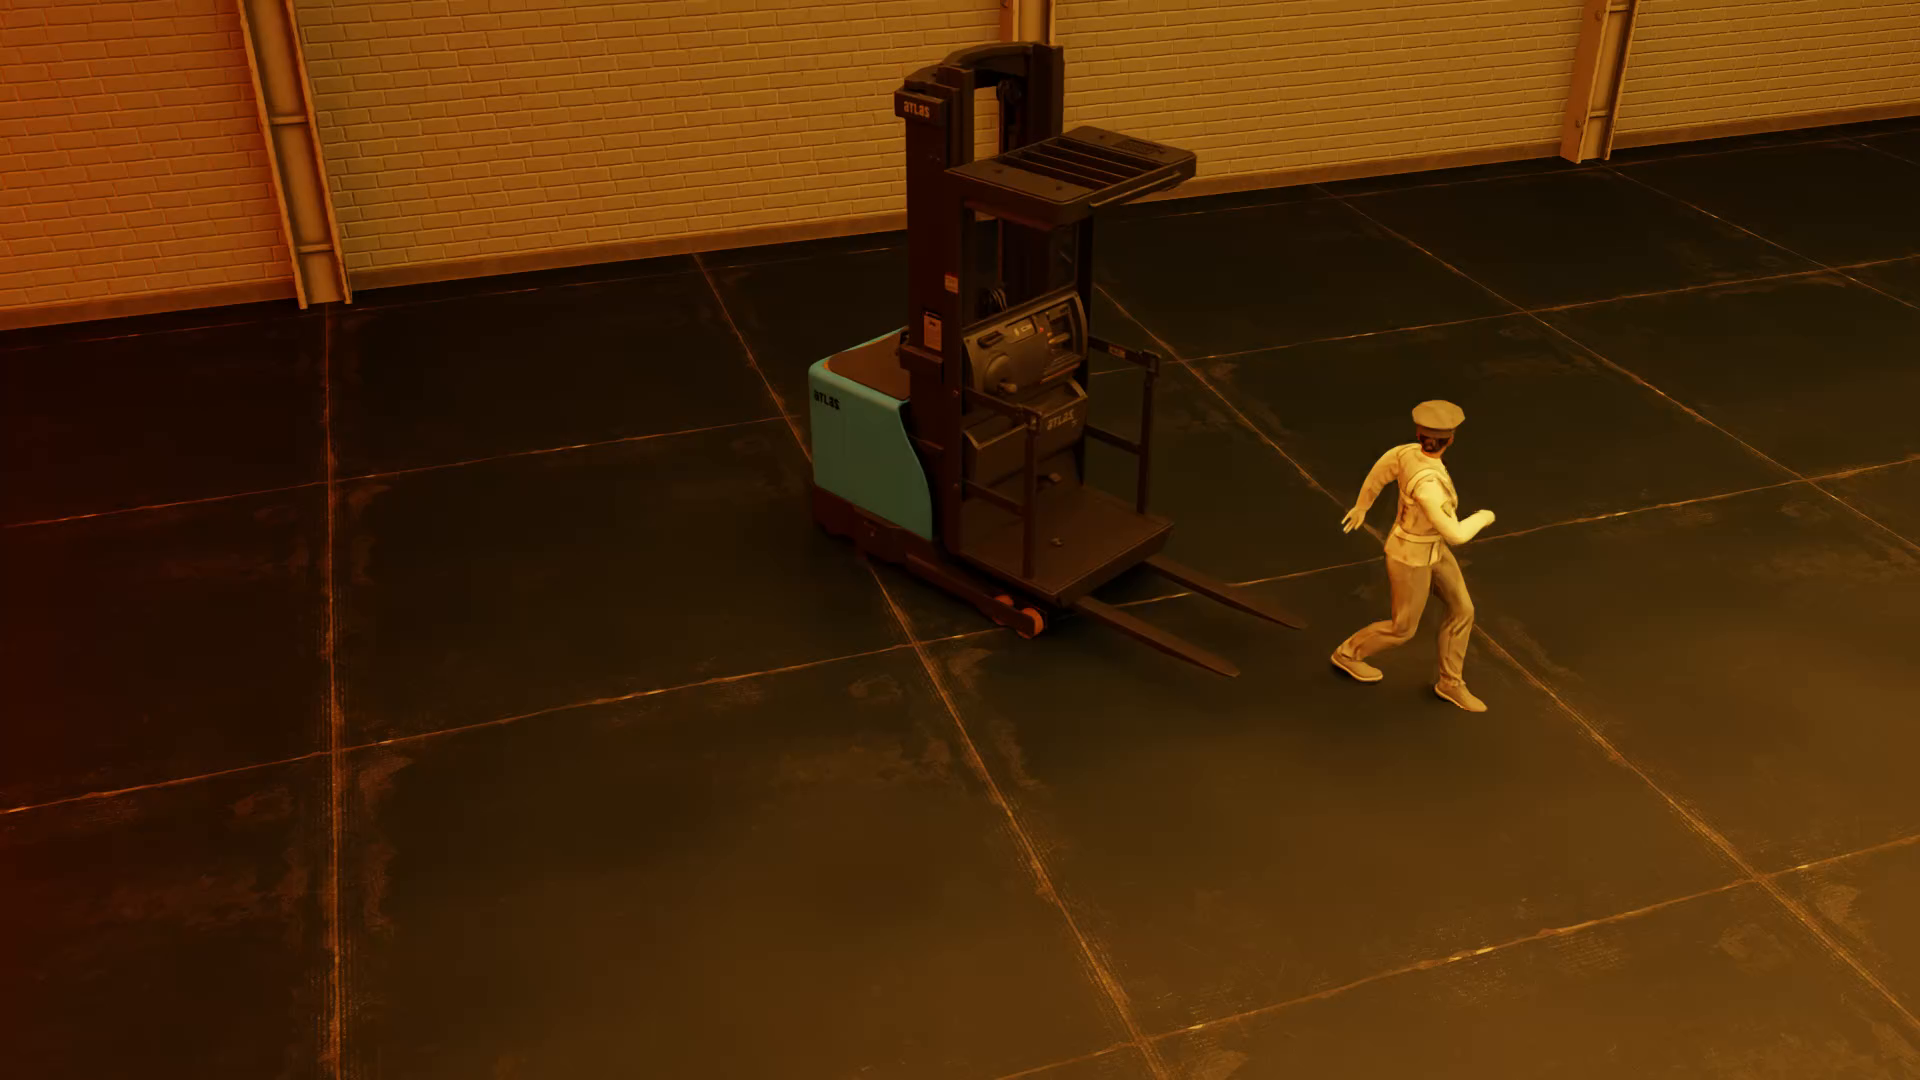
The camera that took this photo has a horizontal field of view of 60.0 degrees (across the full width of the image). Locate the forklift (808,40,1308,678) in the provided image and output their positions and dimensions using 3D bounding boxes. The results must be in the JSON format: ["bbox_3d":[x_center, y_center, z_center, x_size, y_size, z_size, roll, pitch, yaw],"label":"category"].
[{"bbox_3d":[0.515,-1.027,8.871,3.031,2.935,1.130,25,38,37],"label":"forklift"}]

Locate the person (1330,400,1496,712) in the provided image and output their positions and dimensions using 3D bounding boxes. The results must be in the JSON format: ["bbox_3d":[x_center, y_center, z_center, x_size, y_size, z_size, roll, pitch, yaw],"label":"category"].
[{"bbox_3d":[2.323,0.076,8.343,0.895,1.611,0.506,13,32,21],"label":"person"}]
